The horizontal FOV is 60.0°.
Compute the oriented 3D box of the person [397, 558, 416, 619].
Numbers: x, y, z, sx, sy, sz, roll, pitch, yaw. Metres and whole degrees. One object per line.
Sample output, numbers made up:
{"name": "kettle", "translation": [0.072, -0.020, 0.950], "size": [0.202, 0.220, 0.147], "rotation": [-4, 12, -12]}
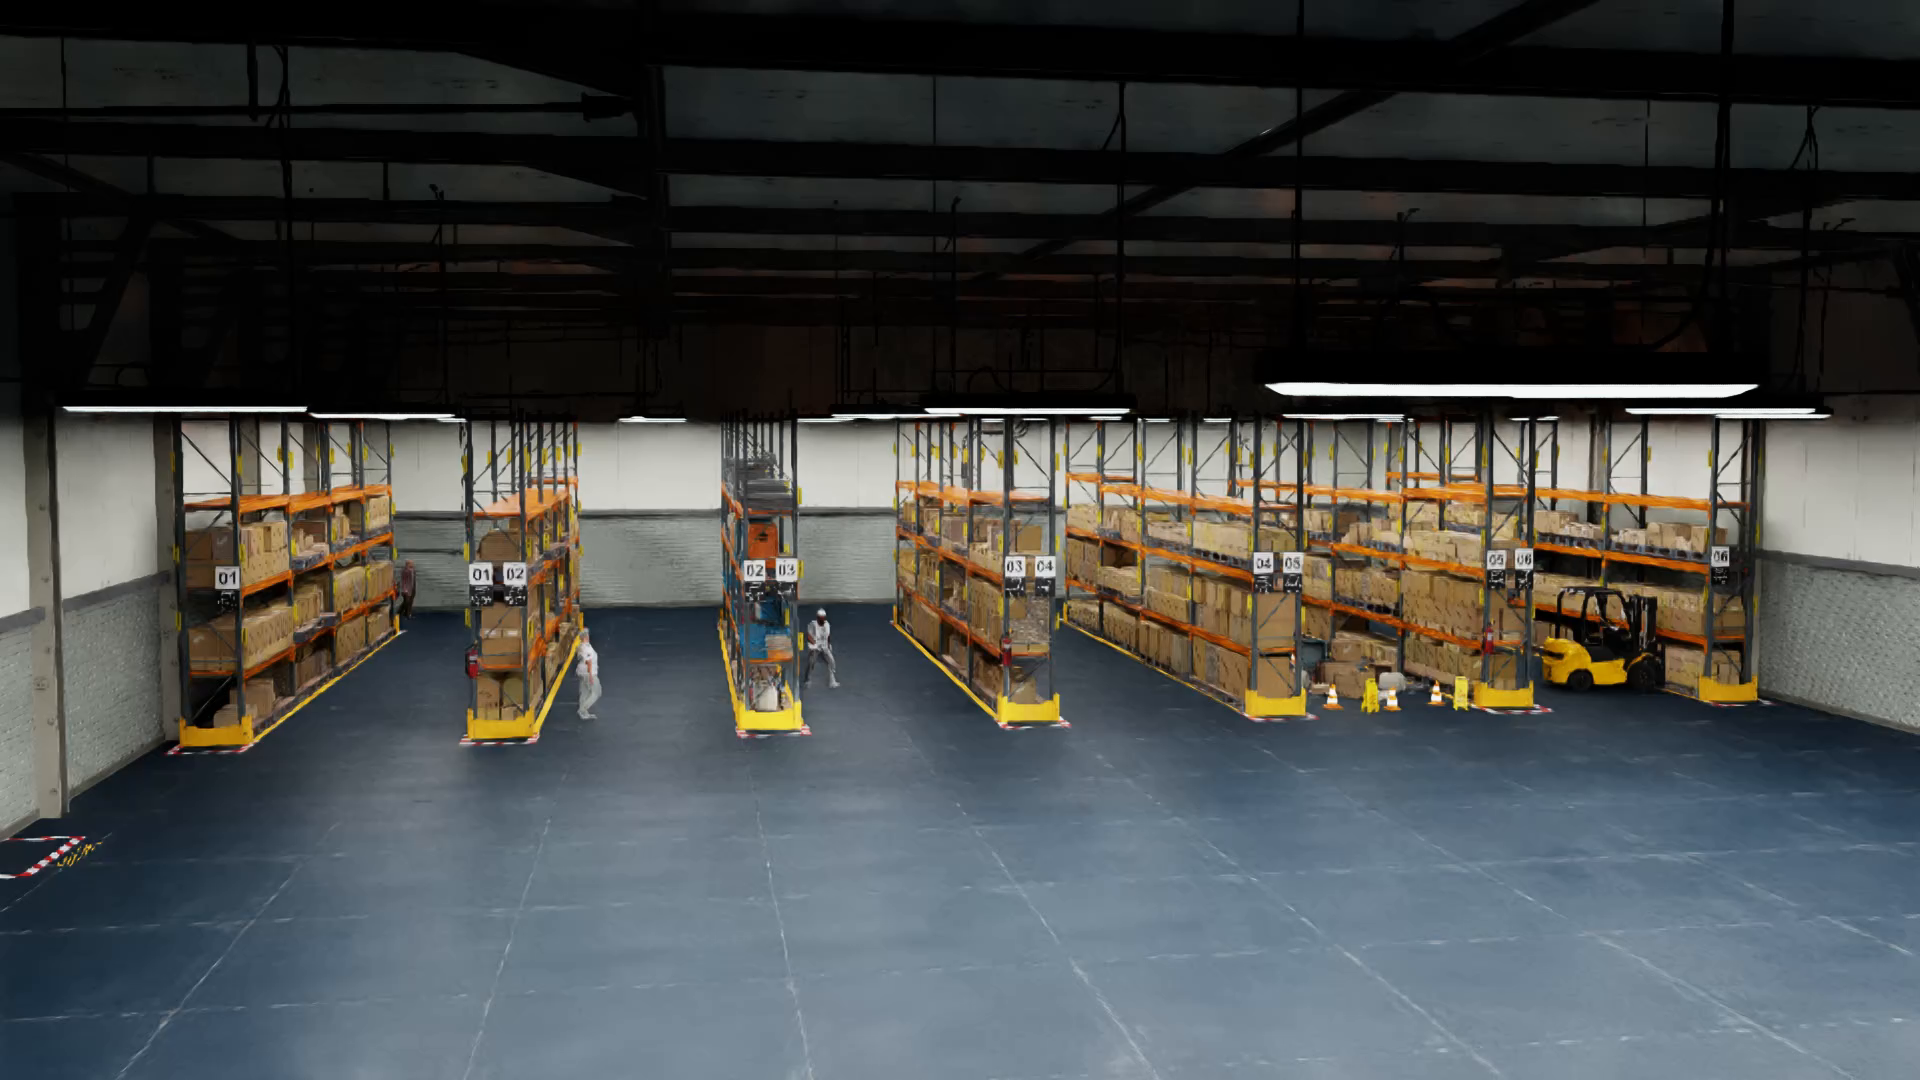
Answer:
{"name": "person", "translation": [-16.209, 1.426, 48.760], "size": [0.538, 1.770, 0.756], "rotation": [1, 4, 20]}

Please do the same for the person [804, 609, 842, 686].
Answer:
{"name": "person", "translation": [-3.036, 2.335, 36.113], "size": [0.692, 1.717, 0.794], "rotation": [-3, 5, -34]}

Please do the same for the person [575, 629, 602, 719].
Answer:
{"name": "person", "translation": [-7.226, 2.604, 32.126], "size": [0.471, 1.755, 0.576], "rotation": [-3, 5, -38]}
